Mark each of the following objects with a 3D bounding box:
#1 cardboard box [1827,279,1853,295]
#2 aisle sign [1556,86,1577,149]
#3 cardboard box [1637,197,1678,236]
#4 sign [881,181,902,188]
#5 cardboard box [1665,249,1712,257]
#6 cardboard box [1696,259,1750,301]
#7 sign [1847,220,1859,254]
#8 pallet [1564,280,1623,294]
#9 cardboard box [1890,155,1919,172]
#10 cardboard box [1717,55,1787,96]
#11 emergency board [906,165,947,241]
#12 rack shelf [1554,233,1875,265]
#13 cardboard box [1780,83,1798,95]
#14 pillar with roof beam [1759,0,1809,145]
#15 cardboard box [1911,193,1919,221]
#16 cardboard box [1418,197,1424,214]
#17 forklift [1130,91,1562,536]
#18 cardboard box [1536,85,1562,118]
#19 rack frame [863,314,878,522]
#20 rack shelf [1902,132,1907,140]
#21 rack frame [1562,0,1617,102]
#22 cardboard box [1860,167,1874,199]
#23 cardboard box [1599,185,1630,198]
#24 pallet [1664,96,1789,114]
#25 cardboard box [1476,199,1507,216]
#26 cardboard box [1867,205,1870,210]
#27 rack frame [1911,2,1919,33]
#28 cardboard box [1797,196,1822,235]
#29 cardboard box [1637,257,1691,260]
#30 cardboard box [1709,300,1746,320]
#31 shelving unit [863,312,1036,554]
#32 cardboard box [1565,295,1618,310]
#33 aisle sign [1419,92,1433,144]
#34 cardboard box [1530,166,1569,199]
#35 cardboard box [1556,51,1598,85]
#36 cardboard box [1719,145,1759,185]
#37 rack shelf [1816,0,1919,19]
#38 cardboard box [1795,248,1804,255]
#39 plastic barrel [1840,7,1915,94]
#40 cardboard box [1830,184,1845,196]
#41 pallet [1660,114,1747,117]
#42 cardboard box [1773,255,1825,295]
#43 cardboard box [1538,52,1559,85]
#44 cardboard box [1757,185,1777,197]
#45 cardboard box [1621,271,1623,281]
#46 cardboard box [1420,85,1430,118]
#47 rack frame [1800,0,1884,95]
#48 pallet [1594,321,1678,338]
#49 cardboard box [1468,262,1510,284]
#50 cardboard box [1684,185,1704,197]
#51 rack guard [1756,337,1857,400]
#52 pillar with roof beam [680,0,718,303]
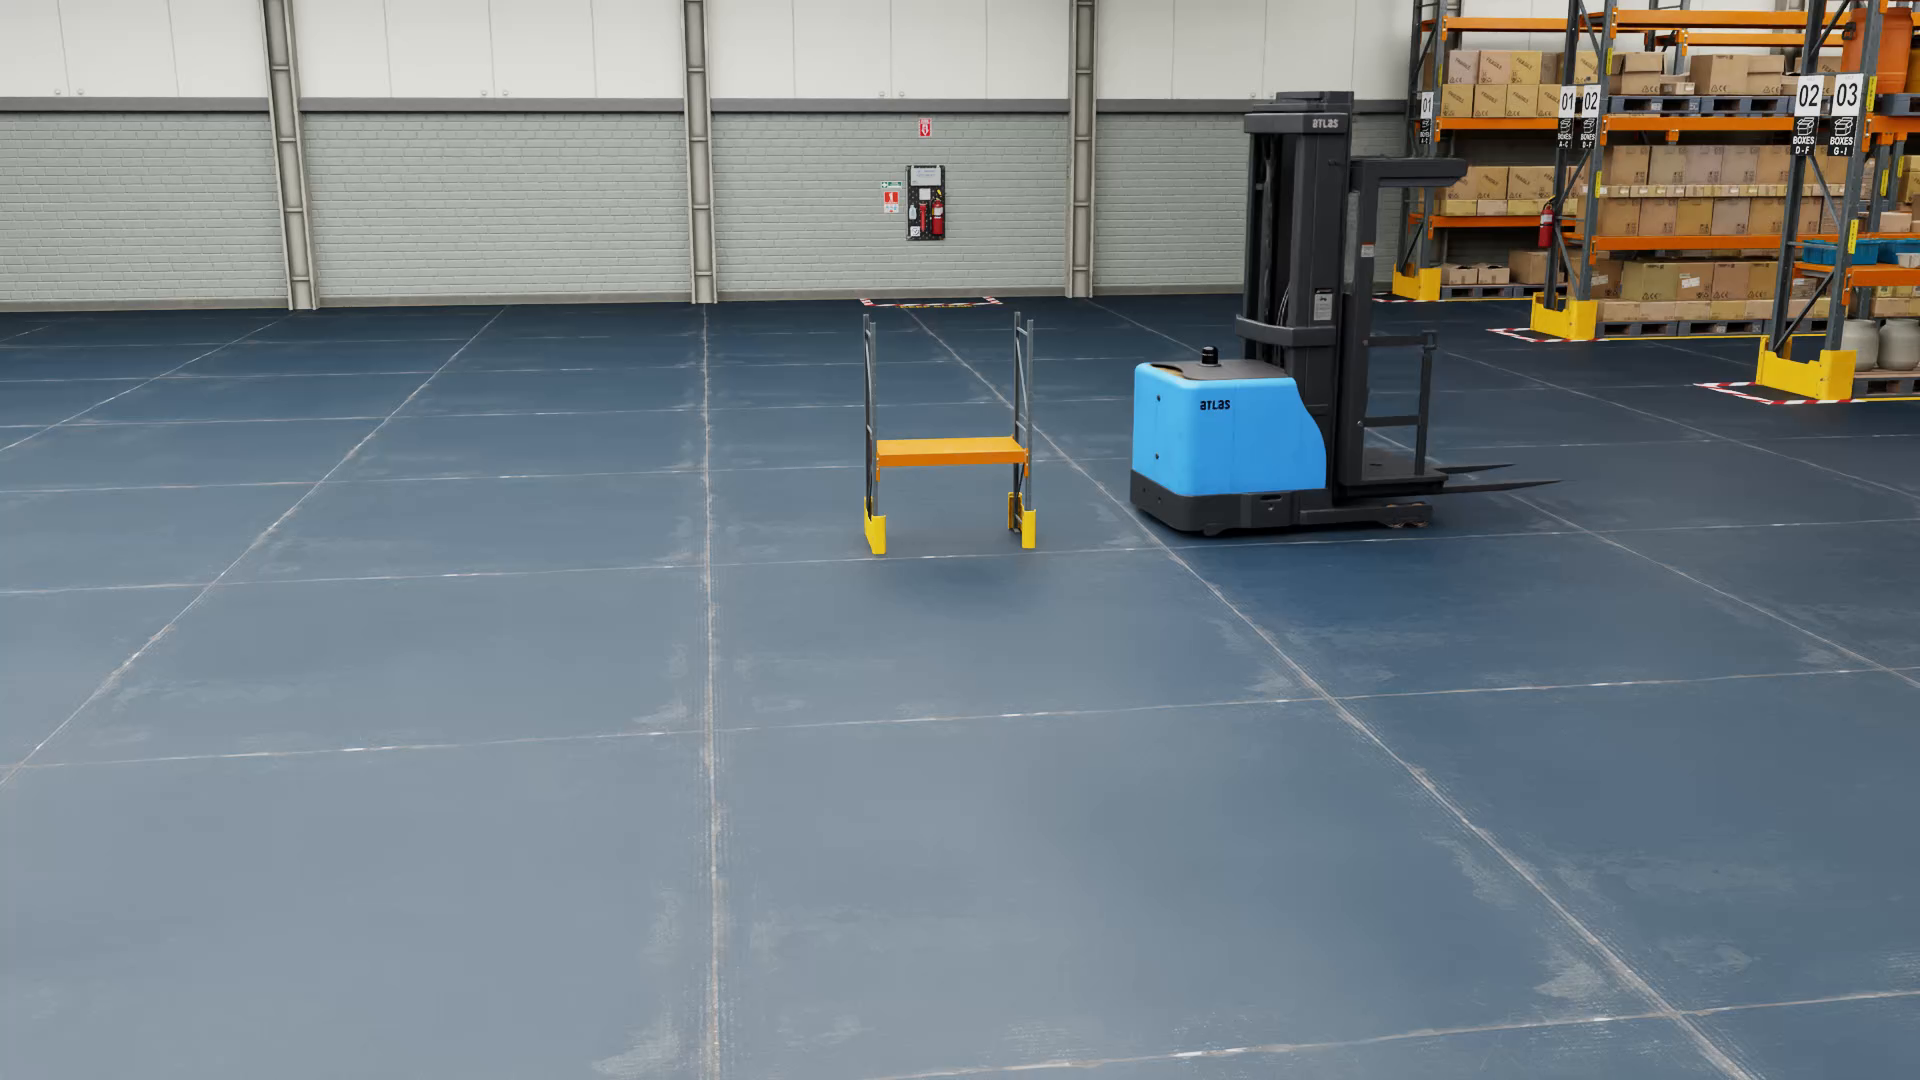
[{"bbox_3d":[12.349,-3.567,22.916,0.500,0.311,0.500,-2,14,-8],"label":"cardboard box"},{"bbox_3d":[7.927,-5.526,21.745,0.004,0.787,0.394,-2,14,-8],"label":"aisle sign"},{"bbox_3d":[9.018,-4.279,21.913,0.500,0.500,0.700,-2,14,-7],"label":"cardboard box"},{"bbox_3d":[-1.081,-5.601,26.226,0.331,0.109,0.001,-2,14,-8],"label":"sign"},{"bbox_3d":[11.975,-4.565,27.491,0.500,0.500,0.700,-2,14,-6],"label":"cardboard box"},{"bbox_3d":[10.083,-3.450,22.060,0.500,0.500,0.500,-2,14,-8],"label":"cardboard box"},{"bbox_3d":[8.848,-3.007,16.476,0.005,0.325,0.100,-2,14,-8],"label":"sign"},{"bbox_3d":[10.591,-4.148,27.326,1.213,0.211,1.003,-2,14,-8],"label":"pallet"},{"bbox_3d":[15.721,-6.200,27.377,0.500,0.250,0.500,-2,14,-7],"label":"cardboard box"},{"bbox_3d":[10.344,-6.089,21.805,0.637,0.503,0.797,-1,14,-2],"label":"cardboard box"},{"bbox_3d":[-0.525,-5.324,26.284,0.643,1.169,0.194,-2,14,-8],"label":"emergency board"},{"bbox_3d":[10.013,-3.920,22.166,4.000,0.370,1.077,-2,14,-8],"label":"rack shelf"},{"bbox_3d":[10.839,-5.837,21.529,0.250,0.149,0.380,-2,14,-8],"label":"cardboard box"},{"bbox_3d":[14.432,-7.713,23.479,0.400,9.000,9.100,-2,14,-8],"label":"pillar with roof beam"},{"bbox_3d":[13.274,-4.433,22.527,0.500,0.500,0.500,-1,14,-4],"label":"cardboard box"},{"bbox_3d":[7.727,-5.389,26.810,0.500,0.250,0.500,-2,14,-7],"label":"cardboard box"},{"bbox_3d":[2.804,-1.622,11.663,3.031,2.935,1.130,-4,15,-14],"label":"forklift"},{"bbox_3d":[9.238,-6.908,26.189,0.500,0.500,0.500,-1,14,-5],"label":"cardboard box"},{"bbox_3d":[-0.587,-0.706,10.954,0.032,1.500,0.500,-2,14,-8],"label":"rack frame"},{"bbox_3d":[17.182,-6.857,27.708,4.000,0.370,1.077,-2,14,-8],"label":"rack shelf"},{"bbox_3d":[8.036,-7.107,21.060,0.127,3.000,1.000,-2,14,-8],"label":"rack frame"},{"bbox_3d":[14.741,-5.920,27.553,0.500,0.500,0.700,-4,15,-15],"label":"cardboard box"},{"bbox_3d":[8.456,-4.522,21.549,0.250,0.149,0.380,-2,14,-9],"label":"cardboard box"},{"bbox_3d":[9.948,-5.673,21.692,1.213,0.211,1.003,-2,14,-8],"label":"pallet"},{"bbox_3d":[8.335,-5.289,26.411,0.500,0.250,0.500,-3,14,-10],"label":"cardboard box"},{"bbox_3d":[15.489,-5.639,28.017,0.250,0.149,0.380,-2,14,-7],"label":"cardboard box"},{"bbox_3d":[15.205,-8.588,26.966,0.127,3.000,1.000,-2,14,-8],"label":"rack frame"},{"bbox_3d":[11.033,-4.352,22.203,0.500,0.500,0.700,-2,14,-9],"label":"cardboard box"},{"bbox_3d":[9.508,-3.561,22.503,0.500,0.500,0.500,-2,14,-8],"label":"cardboard box"},{"bbox_3d":[10.083,-3.087,22.152,0.500,0.250,0.500,-2,14,-8],"label":"cardboard box"},{"bbox_3d":[-0.075,-0.725,11.028,1.083,1.500,0.587,-2,14,-8],"label":"shelving unit"},{"bbox_3d":[8.522,-3.157,22.434,0.500,0.250,0.500,-2,14,-8],"label":"cardboard box"},{"bbox_3d":[7.268,-6.574,25.926,0.004,0.787,0.394,-2,14,-8],"label":"aisle sign"},{"bbox_3d":[9.322,-5.688,26.462,0.500,0.500,0.500,-2,14,-7],"label":"cardboard box"},{"bbox_3d":[9.739,-7.404,26.110,0.500,0.500,0.500,-3,14,-10],"label":"cardboard box"},{"bbox_3d":[10.064,-4.947,21.910,0.500,0.500,0.700,-2,14,-8],"label":"cardboard box"},{"bbox_3d":[10.748,-5.445,16.733,4.000,0.370,1.077,-2,14,-8],"label":"rack shelf"},{"bbox_3d":[13.974,-4.650,27.830,0.500,0.500,0.700,-2,14,-8],"label":"cardboard box"},{"bbox_3d":[9.232,-4.920,16.762,0.708,0.830,0.600,-2,14,-8],"label":"plastic barrel"},{"bbox_3d":[11.509,-4.635,21.998,0.250,0.149,0.380,-2,14,-9],"label":"cardboard box"},{"bbox_3d":[11.876,-6.894,26.763,1.003,0.211,1.213,-2,14,-8],"label":"pallet"},{"bbox_3d":[11.486,-3.634,22.793,0.500,0.500,0.500,-2,14,-8],"label":"cardboard box"},{"bbox_3d":[9.209,-7.516,26.557,0.500,0.500,0.500,-2,14,-8],"label":"cardboard box"},{"bbox_3d":[10.498,-4.598,21.850,0.250,0.149,0.380,-2,14,-7],"label":"cardboard box"},{"bbox_3d":[10.725,-4.346,27.303,0.250,0.166,0.380,-4,15,-16],"label":"cardboard box"},{"bbox_3d":[7.669,-6.977,26.464,0.500,0.500,0.500,-1,14,-4],"label":"cardboard box"},{"bbox_3d":[8.770,-5.915,16.308,0.127,3.000,1.000,-2,14,-8],"label":"rack frame"},{"bbox_3d":[8.786,-2.882,22.279,1.213,0.211,1.003,-2,14,-8],"label":"pallet"},{"bbox_3d":[8.555,-4.321,26.910,0.500,0.311,0.500,-1,14,-4],"label":"cardboard box"},{"bbox_3d":[9.476,-4.560,21.699,0.250,0.149,0.380,-3,14,-10],"label":"cardboard box"},{"bbox_3d":[8.838,-1.807,17.398,0.348,0.500,1.175,-2,14,-8],"label":"rack guard"},{"bbox_3d":[-3.367,-7.061,20.878,0.400,9.000,9.100,-2,14,-8],"label":"pillar with roof beam"}]
